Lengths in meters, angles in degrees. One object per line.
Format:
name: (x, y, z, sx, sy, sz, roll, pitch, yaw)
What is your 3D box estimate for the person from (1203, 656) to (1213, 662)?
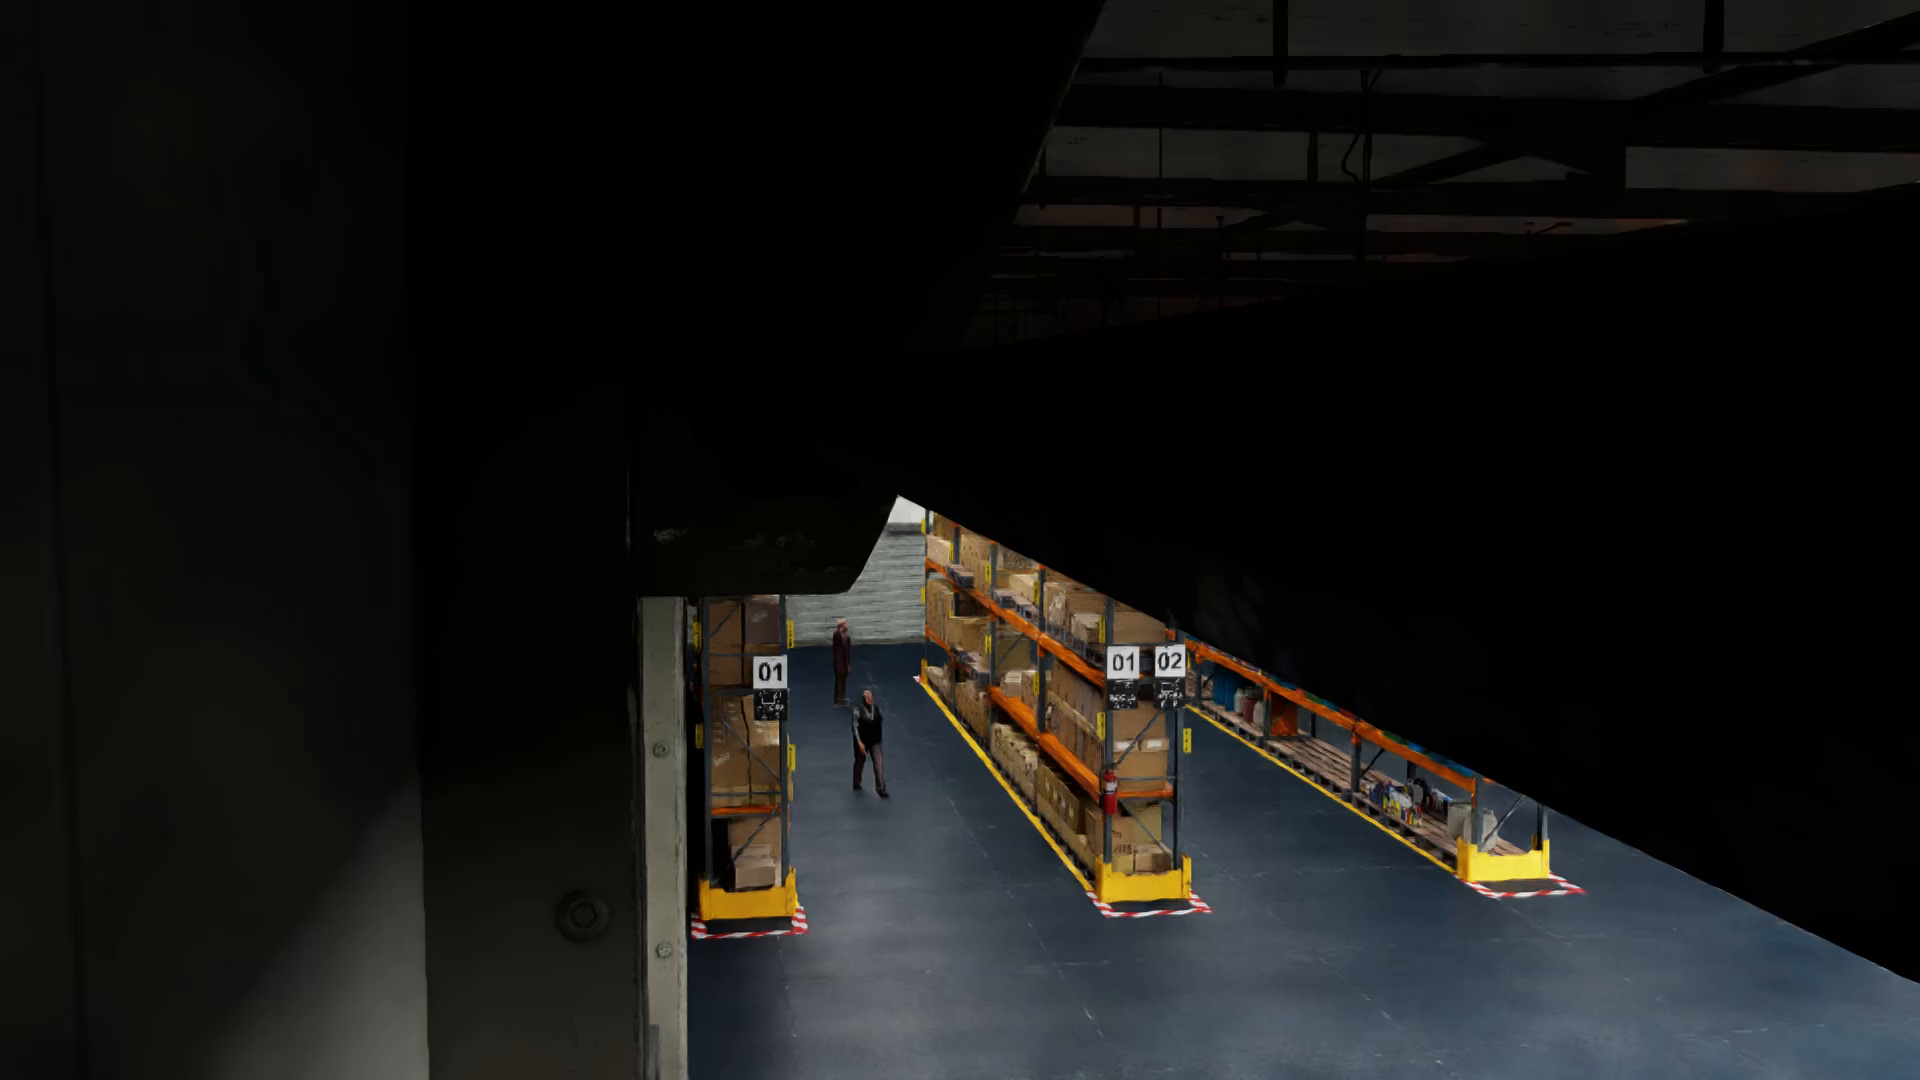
person: (5.865, 1.998, 39.647, 0.657, 1.754, 0.471, 5, 7, 44)

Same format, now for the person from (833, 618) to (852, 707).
person: (-2.373, 2.461, 33.665, 0.444, 1.783, 0.678, -2, 6, -25)

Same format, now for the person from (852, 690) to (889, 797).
person: (-1.456, 3.188, 26.192, 0.537, 1.665, 1.028, -2, 5, -18)
